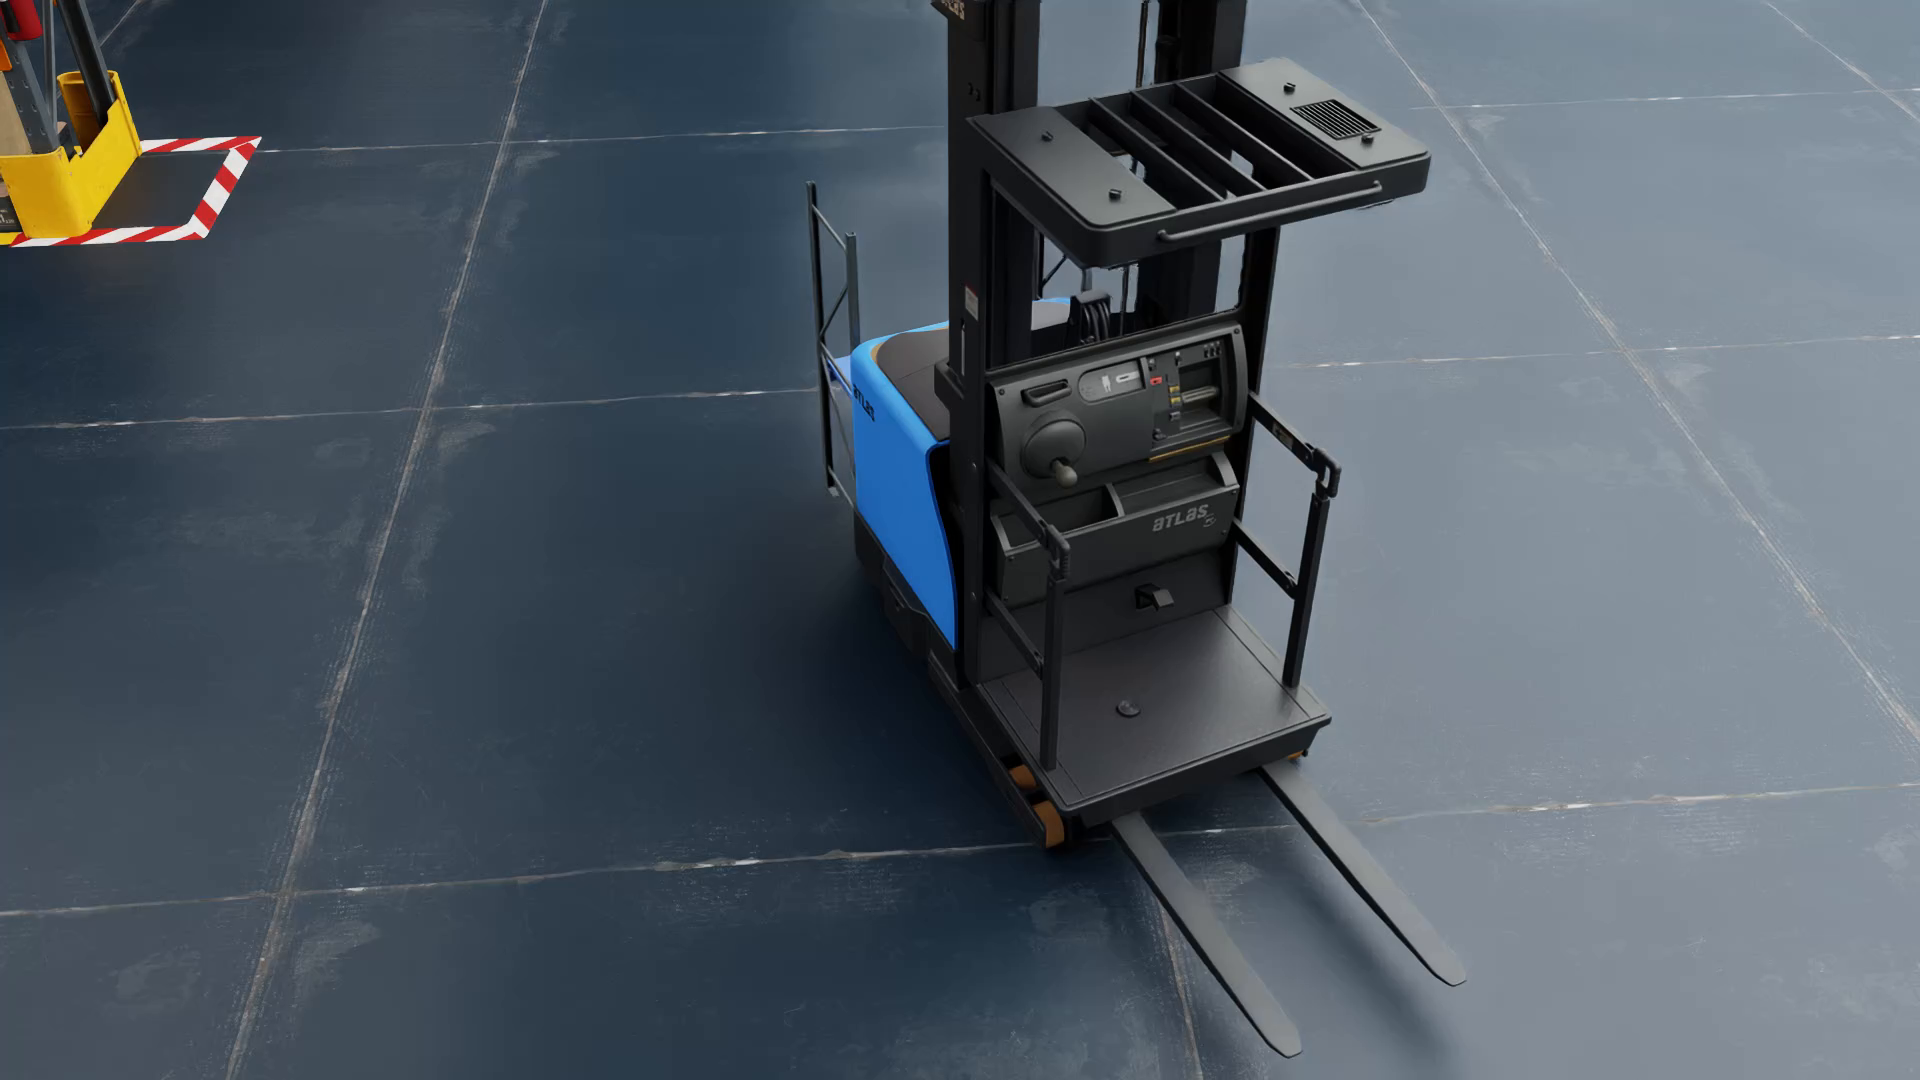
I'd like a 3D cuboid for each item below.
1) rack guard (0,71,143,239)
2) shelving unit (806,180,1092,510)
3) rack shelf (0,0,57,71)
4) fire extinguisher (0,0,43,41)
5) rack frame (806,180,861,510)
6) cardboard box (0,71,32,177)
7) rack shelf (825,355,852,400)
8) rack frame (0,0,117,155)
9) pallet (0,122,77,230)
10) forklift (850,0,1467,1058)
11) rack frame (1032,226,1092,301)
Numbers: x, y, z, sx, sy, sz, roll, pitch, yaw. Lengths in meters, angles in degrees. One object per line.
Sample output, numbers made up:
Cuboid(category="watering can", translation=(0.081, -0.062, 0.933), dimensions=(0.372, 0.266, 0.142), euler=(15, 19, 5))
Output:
Cuboid(category="rack guard", translation=(-5.187, -2.267, 9.720), dimensions=(0.348, 0.500, 1.175), euler=(-3, 38, -4))
Cuboid(category="shelving unit", translation=(-0.035, -0.827, 7.087), dimensions=(1.048, 1.500, 0.538), euler=(-15, 41, -18))
Cuboid(category="rack shelf", translation=(-7.104, -2.861, 9.035), dimensions=(4.000, 0.370, 1.077), euler=(-3, 38, -4))
Cuboid(category="fire extinguisher", translation=(-4.957, -2.944, 8.623), dimensions=(0.183, 0.674, 0.296), euler=(-3, 38, -4))
Cuboid(category="rack frame", translation=(-0.504, -0.704, 6.931), dimensions=(0.032, 1.500, 0.500), euler=(-15, 41, -18))
Cuboid(category="cardboard box", translation=(-5.735, -2.412, 9.565), dimensions=(0.500, 0.500, 0.500), euler=(4, 38, 4))
Cuboid(category="rack shelf", translation=(-0.035, -0.685, 7.198), dimensions=(1.000, 0.185, 0.538), euler=(-15, 41, -18))
Cuboid(category="rack frame", translation=(-5.112, -3.253, 8.951), dimensions=(0.127, 3.000, 1.000), euler=(-3, 38, -4))
Cuboid(category="pallet", translation=(-6.000, -2.131, 9.781), dimensions=(1.213, 0.211, 1.003), euler=(-3, 38, -4))
Cuboid(category="forklift", translation=(0.634, -0.373, 5.357), dimensions=(1.130, 2.935, 3.031), euler=(-16, 41, -19))
Cuboid(category="rack frame", translation=(0.433, -0.949, 7.242), dimensions=(0.032, 1.500, 0.500), euler=(-15, 41, -18))
